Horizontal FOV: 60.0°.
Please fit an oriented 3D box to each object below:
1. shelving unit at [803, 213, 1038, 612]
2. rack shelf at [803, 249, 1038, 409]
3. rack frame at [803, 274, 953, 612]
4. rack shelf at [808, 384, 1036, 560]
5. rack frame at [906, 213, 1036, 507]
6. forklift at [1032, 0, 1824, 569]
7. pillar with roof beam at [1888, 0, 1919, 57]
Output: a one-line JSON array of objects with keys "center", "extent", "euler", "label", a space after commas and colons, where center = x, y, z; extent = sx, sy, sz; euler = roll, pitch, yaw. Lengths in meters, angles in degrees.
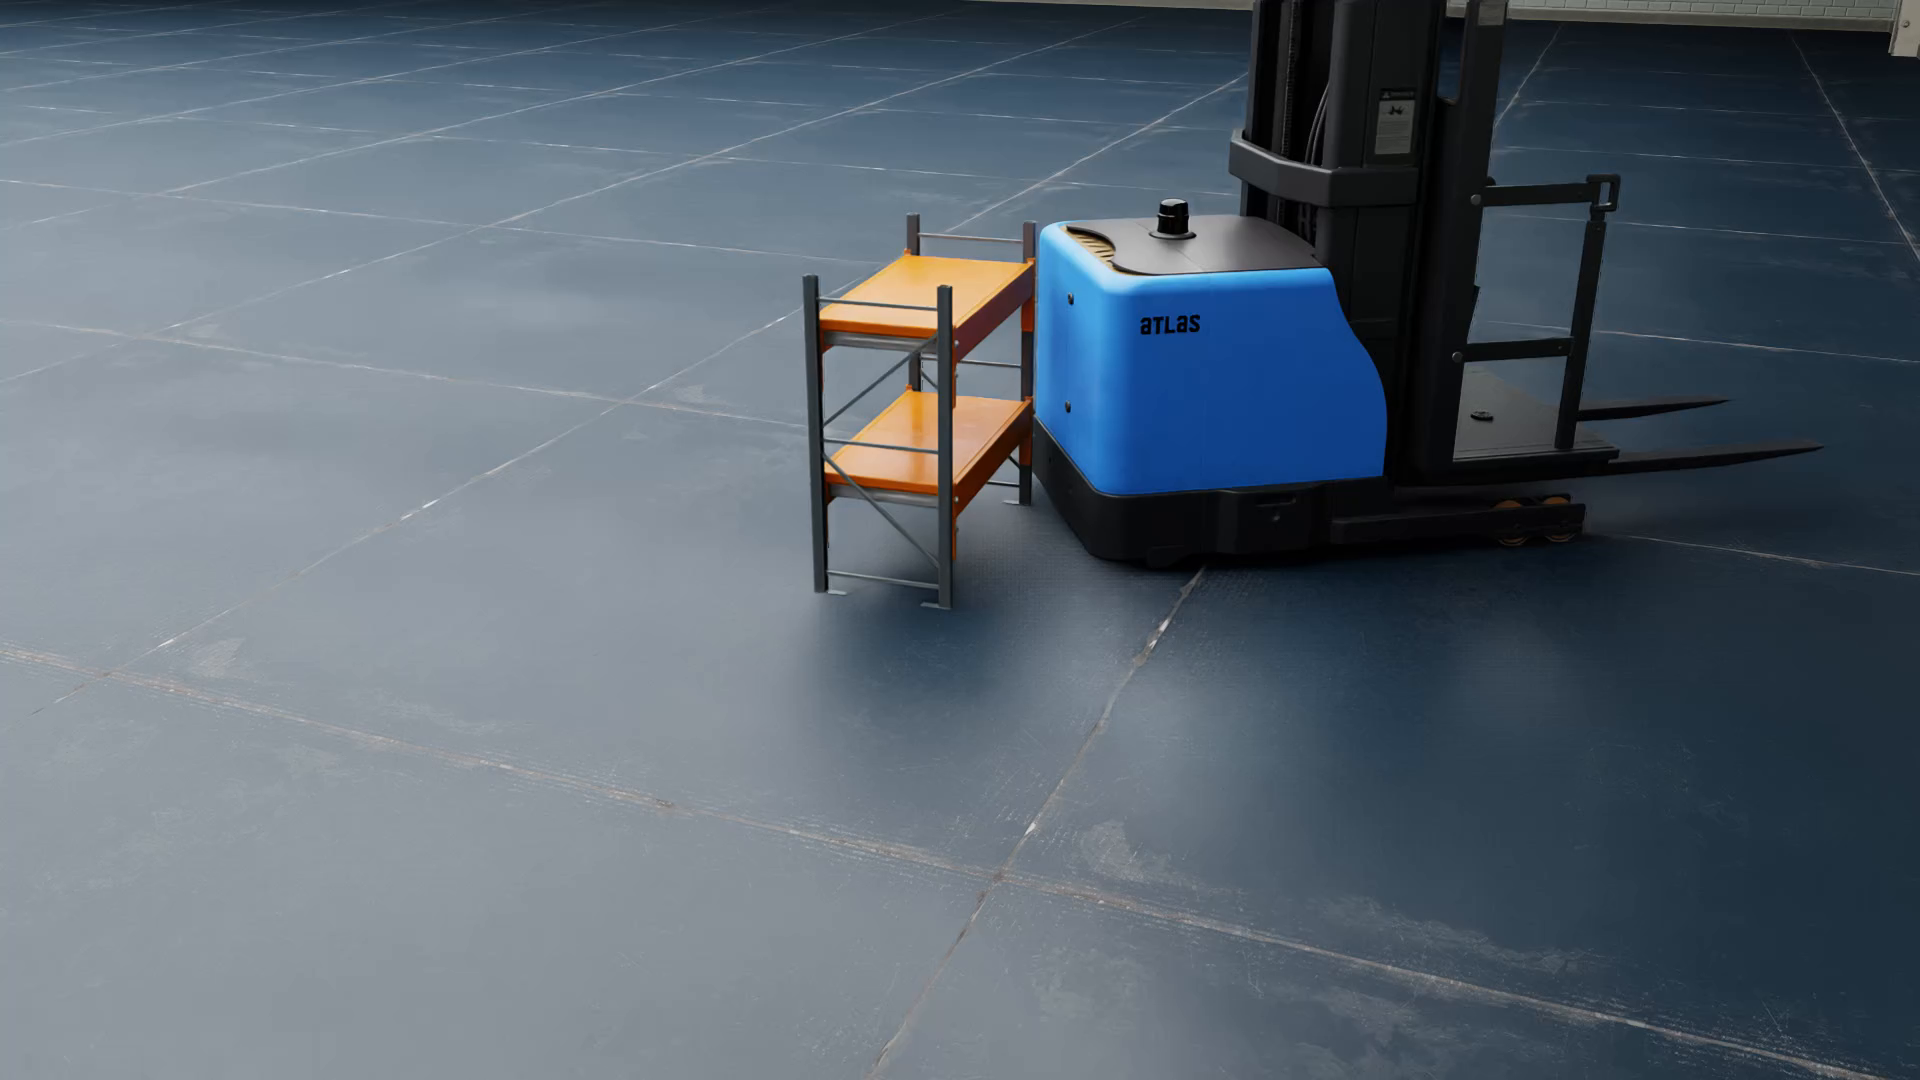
[{"center": [-0.113, -0.497, 5.980], "extent": [0.538, 1.125, 1.048], "euler": [7, 24, 16], "label": "shelving unit"}, {"center": [-0.113, -0.767, 5.867], "extent": [0.538, 0.278, 1.000], "euler": [7, 24, 16], "label": "rack shelf"}, {"center": [-0.266, -0.310, 5.533], "extent": [0.500, 1.125, 0.032], "euler": [7, 24, 16], "label": "rack frame"}, {"center": [-0.113, -0.271, 6.074], "extent": [0.538, 0.278, 1.000], "euler": [7, 24, 16], "label": "rack shelf"}, {"center": [0.040, -0.684, 6.427], "extent": [0.500, 1.125, 0.032], "euler": [7, 24, 16], "label": "rack frame"}, {"center": [1.862, -1.523, 6.094], "extent": [3.031, 2.935, 1.130], "euler": [-5, 23, -11], "label": "forklift"}, {"center": [7.784, -10.829, 20.500], "extent": [9.100, 9.000, 0.400], "euler": [9, 24, 20], "label": "pillar with roof beam"}]
